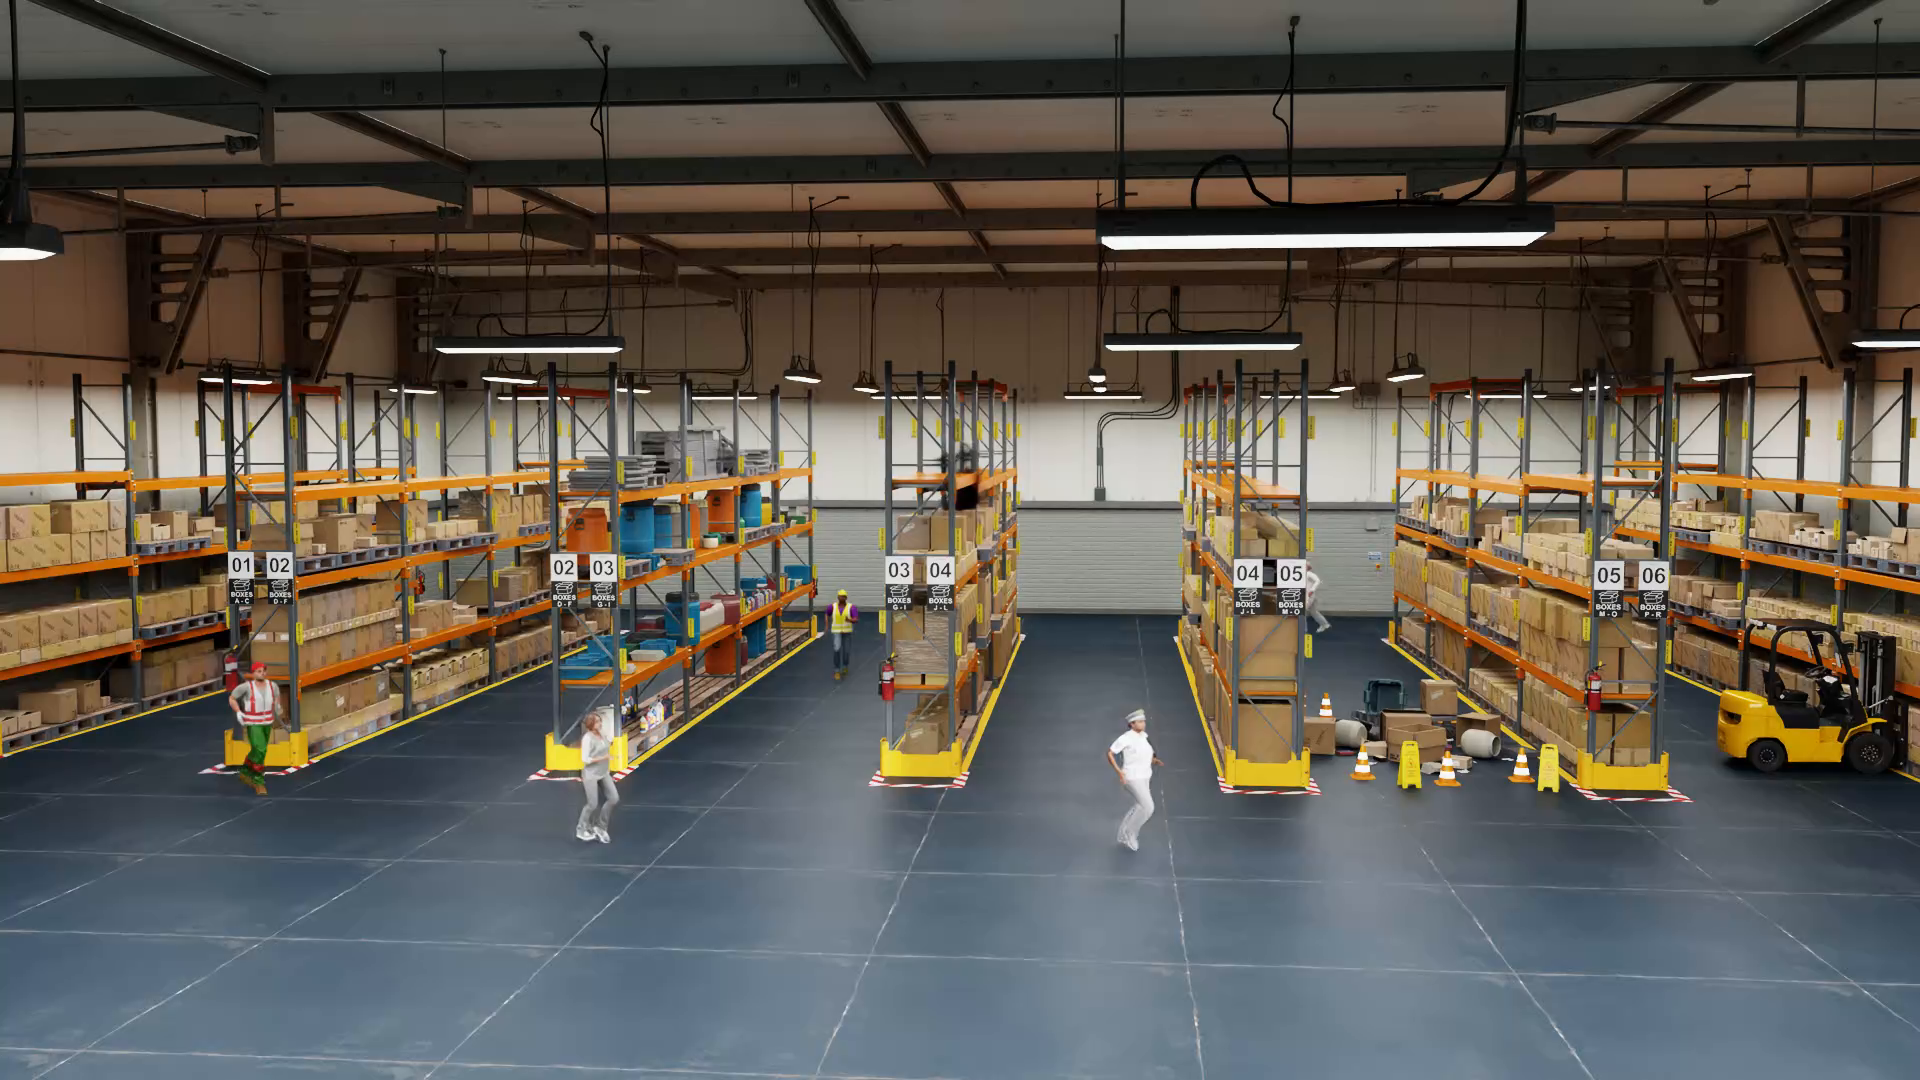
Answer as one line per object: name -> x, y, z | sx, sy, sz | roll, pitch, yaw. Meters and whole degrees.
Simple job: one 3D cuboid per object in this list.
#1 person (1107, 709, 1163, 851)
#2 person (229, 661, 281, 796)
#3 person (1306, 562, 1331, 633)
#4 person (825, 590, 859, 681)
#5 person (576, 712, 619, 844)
person -> 2.135, 2.855, 19.819 | 0.658, 1.684, 0.553 | 3, 5, 39
person -> -9.767, 2.596, 23.125 | 0.779, 1.848, 0.656 | 3, 5, 34
person -> 8.553, 1.455, 40.530 | 0.988, 1.840, 0.729 | 1, 4, 8
person -> -2.385, 1.911, 33.587 | 0.672, 1.831, 0.777 | 0, 4, -6
person -> -4.377, 2.890, 20.097 | 0.639, 1.594, 0.517 | 2, 4, 28
